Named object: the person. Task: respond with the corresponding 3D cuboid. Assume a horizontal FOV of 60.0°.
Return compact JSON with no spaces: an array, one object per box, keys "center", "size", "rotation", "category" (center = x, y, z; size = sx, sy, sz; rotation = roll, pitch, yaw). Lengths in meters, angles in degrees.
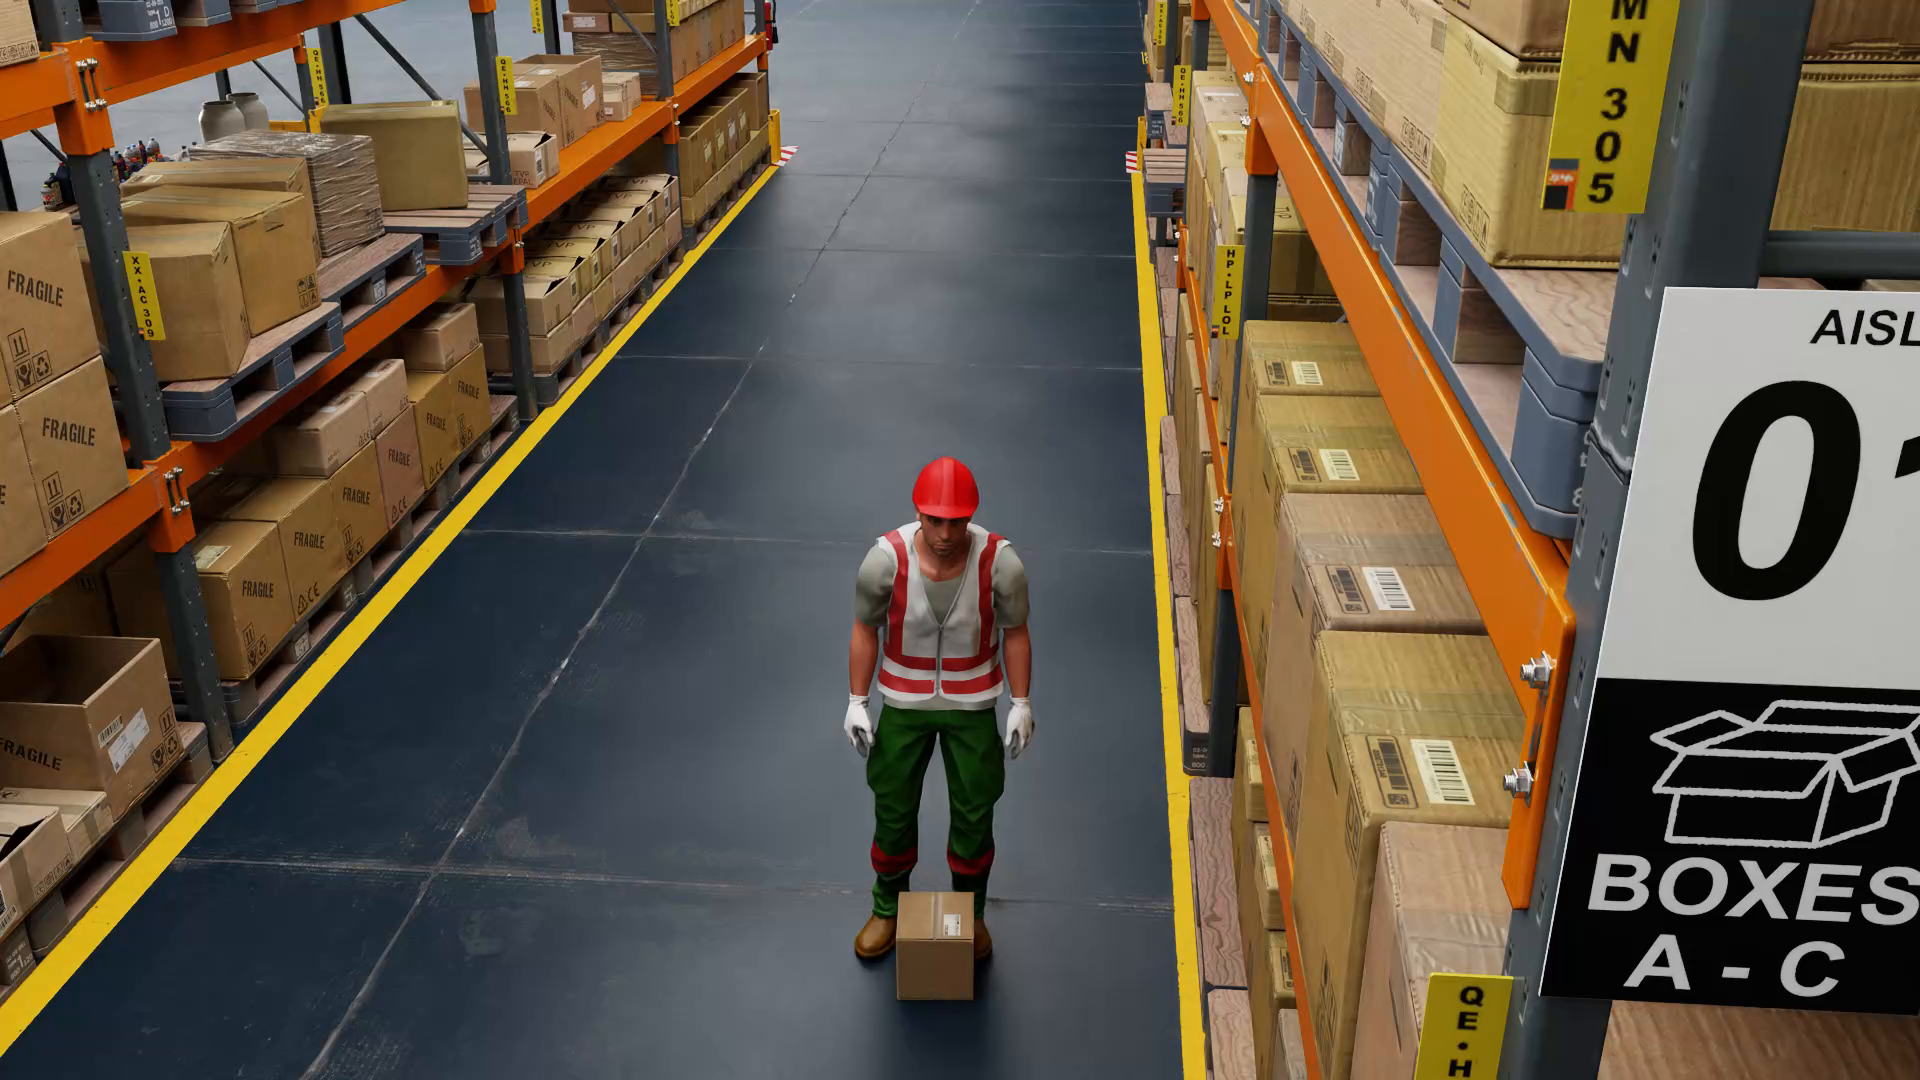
[{"center":[-0.084,0.549,5.367],"size":[0.607,1.780,0.449],"rotation":[2,24,4],"category":"person"}]
